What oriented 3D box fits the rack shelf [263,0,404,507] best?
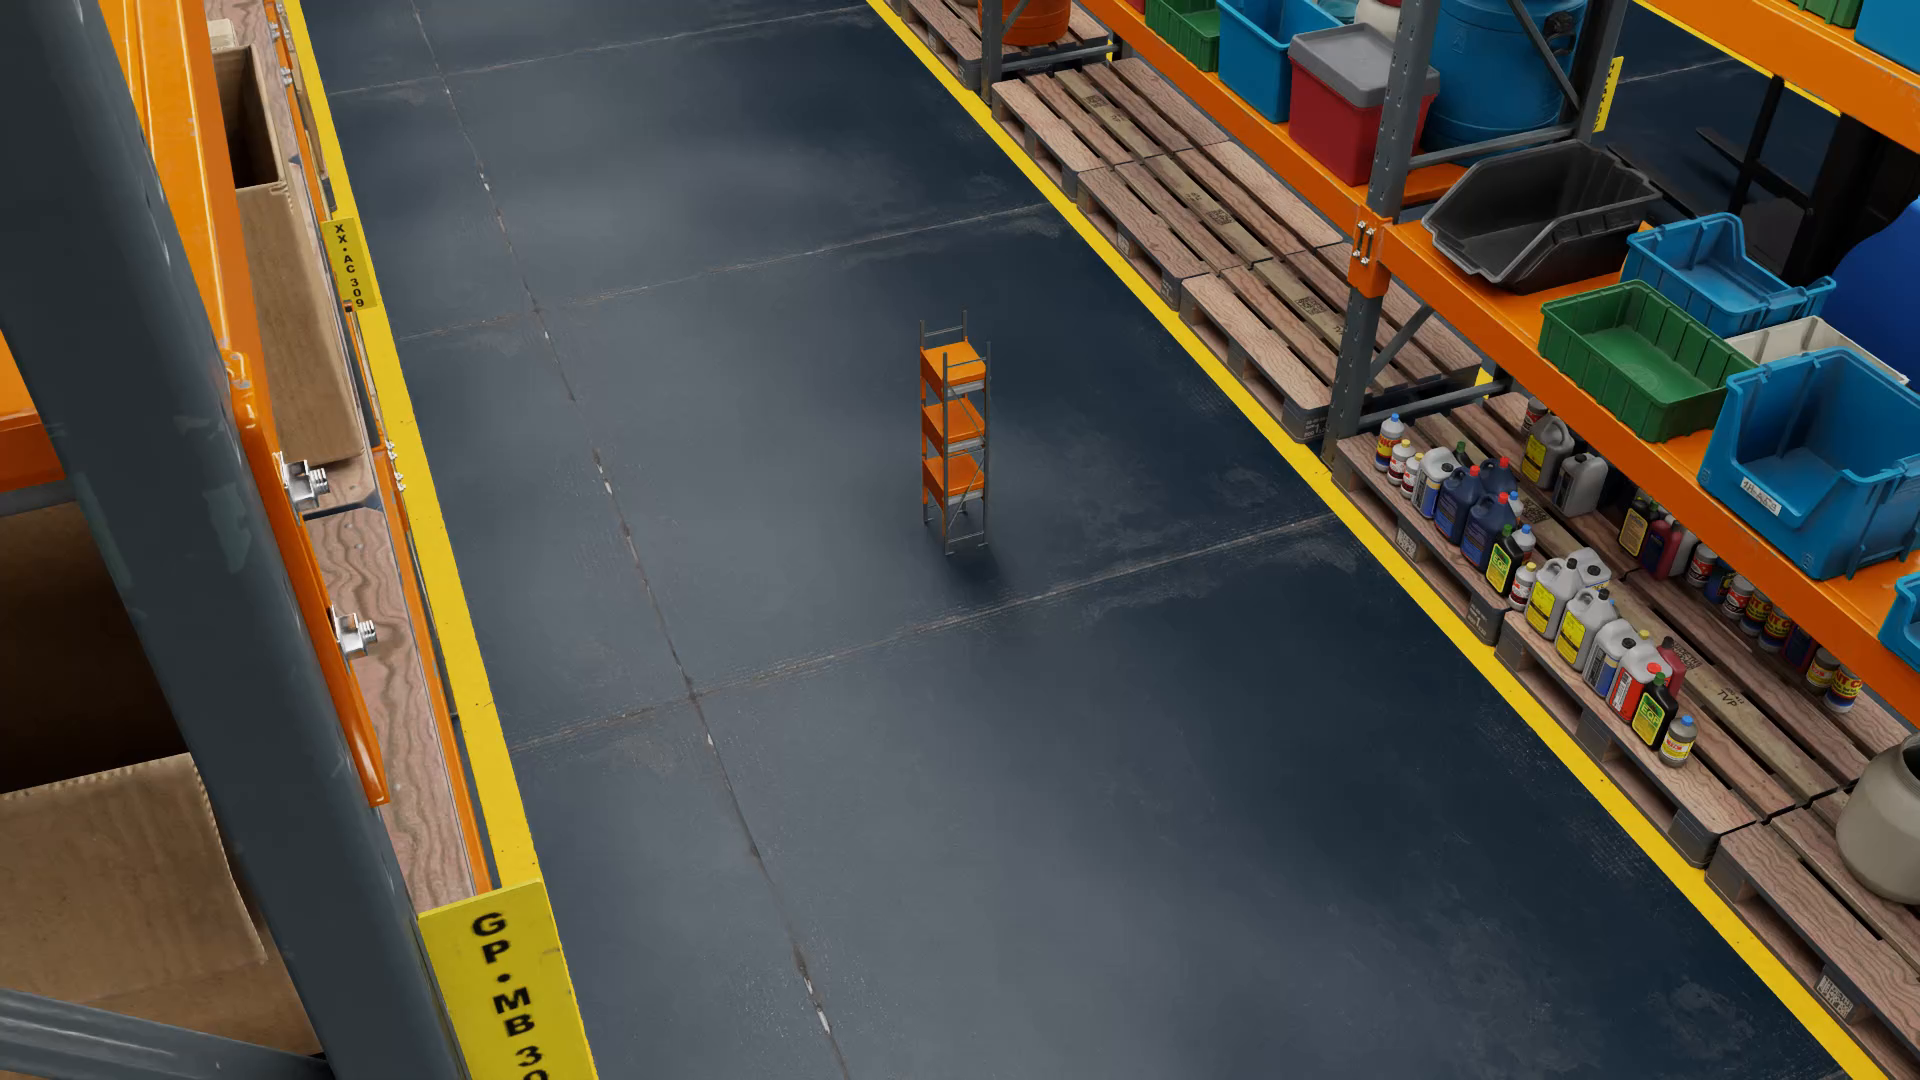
[{"bbox_3d":[-3.197,-1.298,7.010,1.077,0.370,4.000,-15,43,-17],"label":"rack shelf"}]

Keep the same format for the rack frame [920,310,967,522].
[{"bbox_3d":[-0.067,-0.504,7.031,0.200,1.050,0.008,-15,43,-17],"label":"rack frame"}]

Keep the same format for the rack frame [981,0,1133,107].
[{"bbox_3d":[0.616,-4.009,9.611,1.000,3.000,0.127,-15,43,-17],"label":"rack frame"}]

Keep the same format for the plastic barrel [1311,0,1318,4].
[{"bbox_3d":[1.702,-2.724,8.013,0.433,0.535,0.433,0,41,0],"label":"plastic barrel"}]

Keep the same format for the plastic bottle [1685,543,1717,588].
[{"bbox_3d":[2.985,0.084,6.660,0.097,0.201,0.097,0,41,0],"label":"plastic bottle"}]

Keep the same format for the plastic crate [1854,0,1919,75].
[{"bbox_3d":[2.669,-1.395,4.283,0.392,0.384,0.575,-15,43,-17],"label":"plastic crate"}]

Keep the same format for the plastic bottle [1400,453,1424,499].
[{"bbox_3d":[1.941,-0.281,7.085,0.097,0.201,0.097,0,41,0],"label":"plastic bottle"}]

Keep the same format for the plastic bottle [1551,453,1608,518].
[{"bbox_3d":[2.605,-0.250,6.991,0.152,0.276,0.135,-15,43,-17],"label":"plastic bottle"}]

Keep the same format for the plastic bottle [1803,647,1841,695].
[{"bbox_3d":[3.231,0.472,6.209,0.097,0.201,0.097,0,41,0],"label":"plastic bottle"}]

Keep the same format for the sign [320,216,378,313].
[{"bbox_3d":[-1.919,-0.863,5.229,0.100,0.325,0.005,-15,43,-17],"label":"sign"}]

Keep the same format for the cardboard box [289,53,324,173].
[{"bbox_3d":[-3.872,-2.340,9.250,0.500,0.500,0.500,-13,42,-15],"label":"cardboard box"}]

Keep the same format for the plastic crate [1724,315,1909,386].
[{"bbox_3d":[3.002,-0.584,5.831,0.530,0.136,0.437,-15,43,-17],"label":"plastic crate"}]

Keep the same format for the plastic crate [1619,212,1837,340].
[{"bbox_3d":[2.821,-0.944,6.161,0.499,0.251,0.616,-15,43,-17],"label":"plastic crate"}]

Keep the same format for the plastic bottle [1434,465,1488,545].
[{"bbox_3d":[2.072,-0.172,6.844,0.144,0.351,0.185,-14,43,-16],"label":"plastic bottle"}]

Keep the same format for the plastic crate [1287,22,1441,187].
[{"bbox_3d":[1.678,-1.839,7.039,0.402,0.464,0.583,-15,43,-17],"label":"plastic crate"}]

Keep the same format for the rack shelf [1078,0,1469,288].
[{"bbox_3d":[1.381,-2.531,8.445,1.077,0.370,4.000,-15,43,-17],"label":"rack shelf"}]

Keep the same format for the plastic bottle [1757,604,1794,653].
[{"bbox_3d":[3.140,0.302,6.354,0.097,0.271,0.097,0,41,0],"label":"plastic bottle"}]

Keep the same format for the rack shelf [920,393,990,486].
[{"bbox_3d":[-0.020,-0.422,6.952,0.215,0.259,0.240,-15,43,-17],"label":"rack shelf"}]

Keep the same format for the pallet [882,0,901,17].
[{"bbox_3d":[-0.187,-4.150,11.914,1.003,0.211,1.213,-15,43,-17],"label":"pallet"}]

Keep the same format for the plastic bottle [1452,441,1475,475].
[{"bbox_3d":[2.110,-0.274,7.014,0.061,0.283,0.133,-15,43,-17],"label":"plastic bottle"}]

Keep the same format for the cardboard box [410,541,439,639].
[{"bbox_3d":[-2.357,0.213,6.489,0.500,0.250,0.500,-16,43,-18],"label":"cardboard box"}]

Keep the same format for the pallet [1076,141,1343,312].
[{"bbox_3d":[1.339,-1.741,9.113,1.003,0.211,1.213,-15,43,-17],"label":"pallet"}]

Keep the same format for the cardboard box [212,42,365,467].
[{"bbox_3d":[-1.284,-0.412,2.622,0.500,0.500,0.500,-15,43,-17],"label":"cardboard box"}]

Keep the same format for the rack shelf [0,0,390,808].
[{"bbox_3d":[-1.666,-1.011,2.383,1.077,0.370,4.000,-15,43,-17],"label":"rack shelf"}]

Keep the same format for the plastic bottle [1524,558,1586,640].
[{"bbox_3d":[2.307,0.198,6.414,0.144,0.351,0.185,-15,43,-17],"label":"plastic bottle"}]

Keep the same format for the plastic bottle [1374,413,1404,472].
[{"bbox_3d":[1.863,-0.430,7.205,0.097,0.271,0.097,0,41,0],"label":"plastic bottle"}]

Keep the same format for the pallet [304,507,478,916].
[{"bbox_3d":[-1.148,0.508,2.126,1.003,0.211,1.213,-15,43,-17],"label":"pallet"}]

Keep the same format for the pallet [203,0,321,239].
[{"bbox_3d":[-2.081,-0.962,3.836,1.003,0.211,1.213,-15,43,-17],"label":"pallet"}]

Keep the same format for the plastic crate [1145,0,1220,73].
[{"bbox_3d":[1.219,-2.498,8.016,0.450,0.188,0.662,-15,43,-17],"label":"plastic crate"}]

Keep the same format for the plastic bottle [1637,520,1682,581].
[{"bbox_3d":[2.816,0.016,6.677,0.061,0.283,0.133,-15,43,-17],"label":"plastic bottle"}]

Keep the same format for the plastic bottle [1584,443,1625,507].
[{"bbox_3d":[2.733,-0.330,7.027,0.144,0.351,0.185,-17,44,-19],"label":"plastic bottle"}]

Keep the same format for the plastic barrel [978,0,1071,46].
[{"bbox_3d":[0.413,-3.636,10.520,0.600,0.830,0.708,-15,43,-17],"label":"plastic barrel"}]

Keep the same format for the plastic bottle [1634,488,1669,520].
[{"bbox_3d":[2.856,-0.136,6.801,0.144,0.351,0.185,-15,43,-17],"label":"plastic bottle"}]

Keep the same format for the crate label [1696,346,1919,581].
[{"bbox_3d":[2.723,-0.244,5.206,0.502,0.435,0.616,-15,43,-17],"label":"crate label"}]

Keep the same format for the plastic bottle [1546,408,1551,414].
[{"bbox_3d":[2.635,-0.529,7.310,0.061,0.283,0.133,-13,42,-15],"label":"plastic bottle"}]

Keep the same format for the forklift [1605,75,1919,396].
[{"bbox_3d":[4.490,-2.355,7.741,1.130,2.935,3.031,-12,42,-13],"label":"forklift"}]

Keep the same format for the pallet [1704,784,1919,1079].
[{"bbox_3d":[3.298,1.343,5.527,1.003,0.211,1.213,-15,43,-17],"label":"pallet"}]

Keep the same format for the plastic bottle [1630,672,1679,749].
[{"bbox_3d":[2.508,0.611,5.985,0.061,0.283,0.133,-14,43,-16],"label":"plastic bottle"}]

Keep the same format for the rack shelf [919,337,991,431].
[{"bbox_3d":[-0.020,-0.637,6.767,0.215,0.259,0.240,-15,43,-17],"label":"rack shelf"}]

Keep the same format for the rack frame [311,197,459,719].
[{"bbox_3d":[-2.431,-0.366,5.375,1.000,3.000,0.127,-15,43,-17],"label":"rack frame"}]

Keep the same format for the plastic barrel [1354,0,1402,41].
[{"bbox_3d":[1.983,-2.282,7.499,0.433,0.535,0.433,0,41,0],"label":"plastic barrel"}]

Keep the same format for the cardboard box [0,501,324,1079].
[{"bbox_3d":[-1.117,0.308,1.782,0.797,0.503,0.637,-12,42,-14],"label":"cardboard box"}]

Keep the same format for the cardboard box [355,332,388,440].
[{"bbox_3d":[-2.745,-0.621,7.028,0.500,0.311,0.500,-16,43,-18],"label":"cardboard box"}]

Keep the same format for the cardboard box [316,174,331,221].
[{"bbox_3d":[-3.329,-1.539,8.096,0.500,0.311,0.500,-16,43,-18],"label":"cardboard box"}]

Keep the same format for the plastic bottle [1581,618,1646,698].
[{"bbox_3d":[2.445,0.437,6.193,0.152,0.276,0.135,-16,43,-18],"label":"plastic bottle"}]

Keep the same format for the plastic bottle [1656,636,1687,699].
[{"bbox_3d":[2.596,0.491,6.125,0.061,0.283,0.133,-15,43,-17],"label":"plastic bottle"}]

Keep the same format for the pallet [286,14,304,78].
[{"bbox_3d":[-4.676,-2.911,10.473,1.003,0.211,1.213,-15,43,-17],"label":"pallet"}]

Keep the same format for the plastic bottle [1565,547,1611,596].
[{"bbox_3d":[2.434,0.174,6.499,0.152,0.276,0.135,-15,43,-17],"label":"plastic bottle"}]

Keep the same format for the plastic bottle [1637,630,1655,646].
[{"bbox_3d":[2.553,0.423,6.266,0.097,0.201,0.097,0,41,0],"label":"plastic bottle"}]

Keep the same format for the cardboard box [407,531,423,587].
[{"bbox_3d":[-2.359,-0.006,6.313,0.500,0.311,0.500,-15,43,-17],"label":"cardboard box"}]

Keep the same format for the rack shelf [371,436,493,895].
[{"bbox_3d":[-1.666,1.112,4.208,1.077,0.370,4.000,-15,43,-17],"label":"rack shelf"}]

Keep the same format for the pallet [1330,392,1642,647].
[{"bbox_3d":[2.365,-0.127,7.236,1.003,0.211,1.213,-15,43,-17],"label":"pallet"}]

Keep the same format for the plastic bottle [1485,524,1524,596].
[{"bbox_3d":[2.169,0.077,6.606,0.061,0.283,0.133,-13,42,-15],"label":"plastic bottle"}]

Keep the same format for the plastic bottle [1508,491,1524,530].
[{"bbox_3d":[2.239,-0.085,6.803,0.097,0.271,0.097,0,41,0],"label":"plastic bottle"}]

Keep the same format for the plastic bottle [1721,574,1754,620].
[{"bbox_3d":[3.064,0.208,6.516,0.097,0.201,0.097,0,41,0],"label":"plastic bottle"}]

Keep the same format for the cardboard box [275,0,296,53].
[{"bbox_3d":[-4.265,-2.957,9.968,0.500,0.500,0.500,-16,43,-17],"label":"cardboard box"}]

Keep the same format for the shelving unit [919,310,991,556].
[{"bbox_3d":[-0.020,-0.430,6.945,0.215,1.050,0.252,-15,43,-17],"label":"shelving unit"}]
